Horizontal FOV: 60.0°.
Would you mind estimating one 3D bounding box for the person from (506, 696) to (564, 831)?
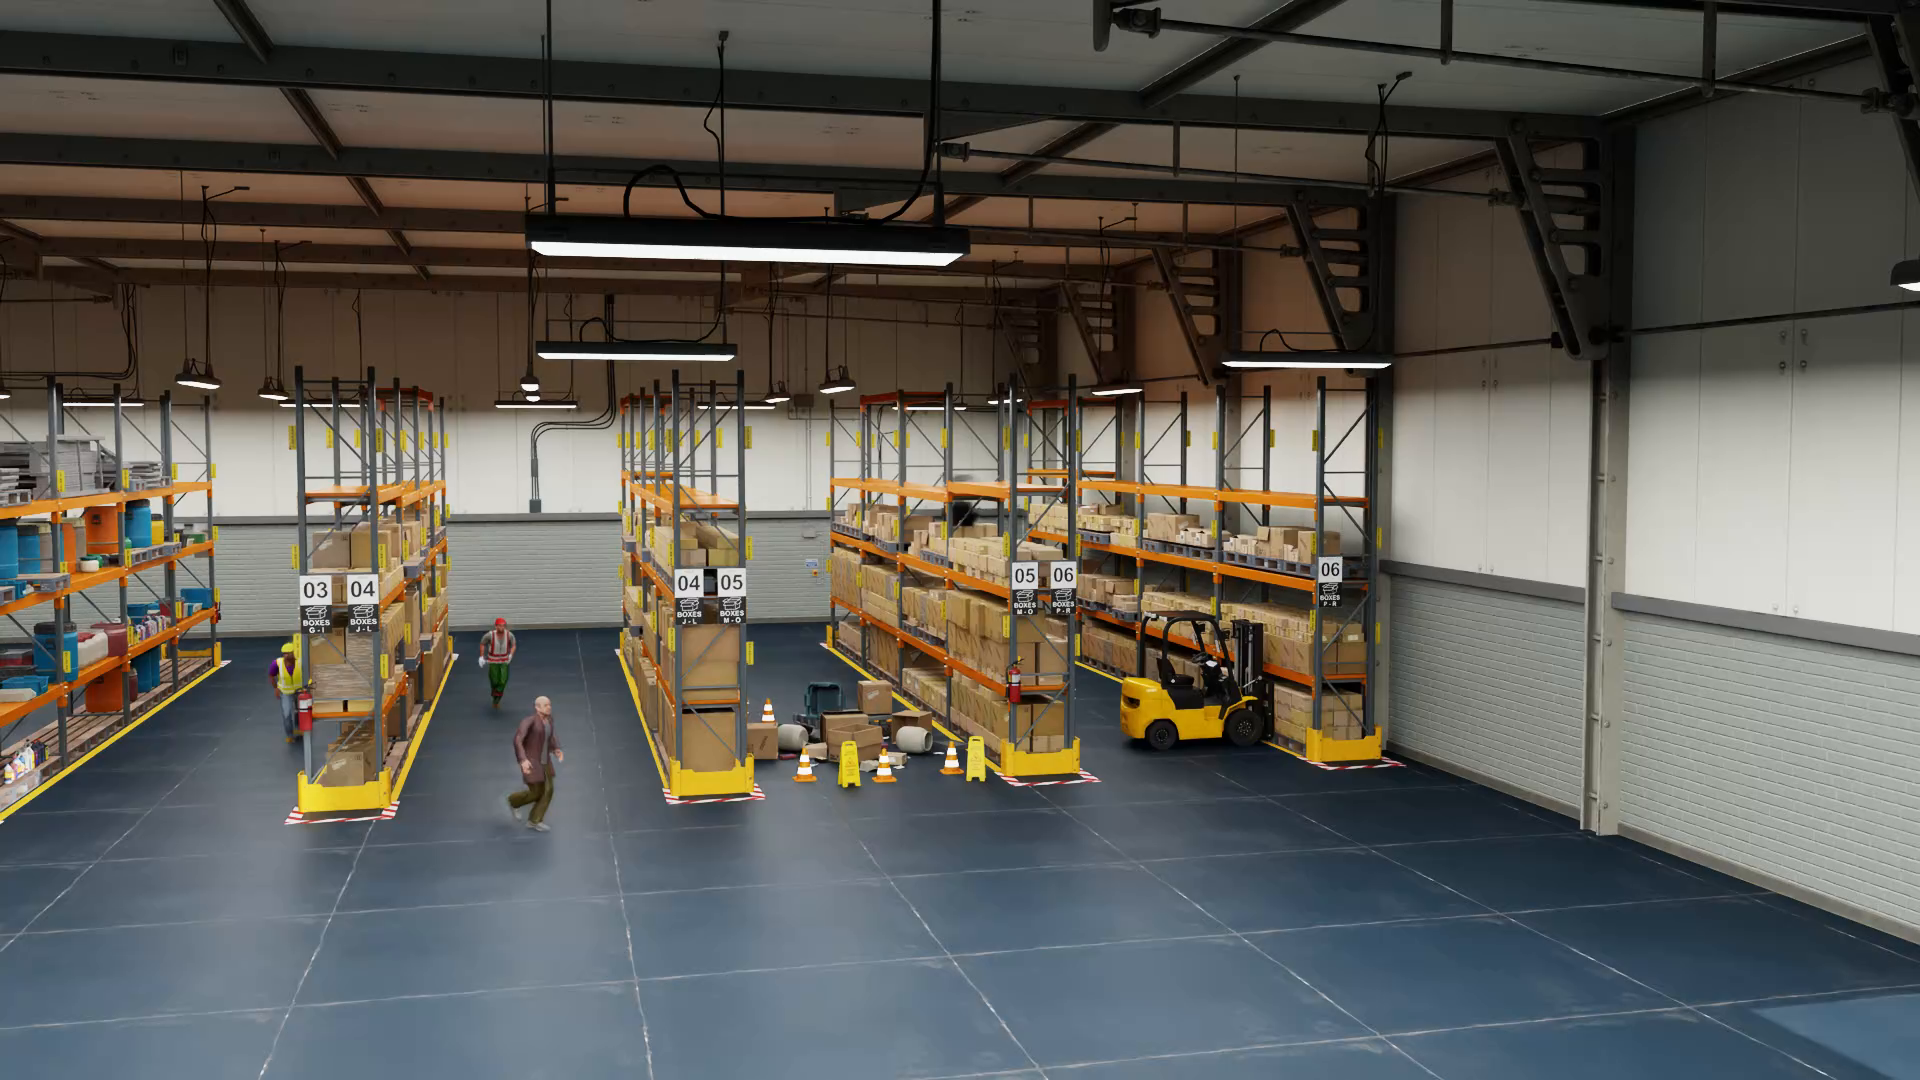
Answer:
[{"bbox_3d":[-5.546,2.871,21.520,0.763,1.730,0.730,2,4,25],"label":"person"}]

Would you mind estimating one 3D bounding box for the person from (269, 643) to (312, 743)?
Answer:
[{"bbox_3d":[-11.105,2.519,27.644,0.707,1.677,0.880,-2,4,-33],"label":"person"}]

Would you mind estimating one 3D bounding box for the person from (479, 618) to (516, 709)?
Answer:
[{"bbox_3d":[-8.654,2.292,31.136,0.668,1.715,0.702,-2,4,-29],"label":"person"}]
